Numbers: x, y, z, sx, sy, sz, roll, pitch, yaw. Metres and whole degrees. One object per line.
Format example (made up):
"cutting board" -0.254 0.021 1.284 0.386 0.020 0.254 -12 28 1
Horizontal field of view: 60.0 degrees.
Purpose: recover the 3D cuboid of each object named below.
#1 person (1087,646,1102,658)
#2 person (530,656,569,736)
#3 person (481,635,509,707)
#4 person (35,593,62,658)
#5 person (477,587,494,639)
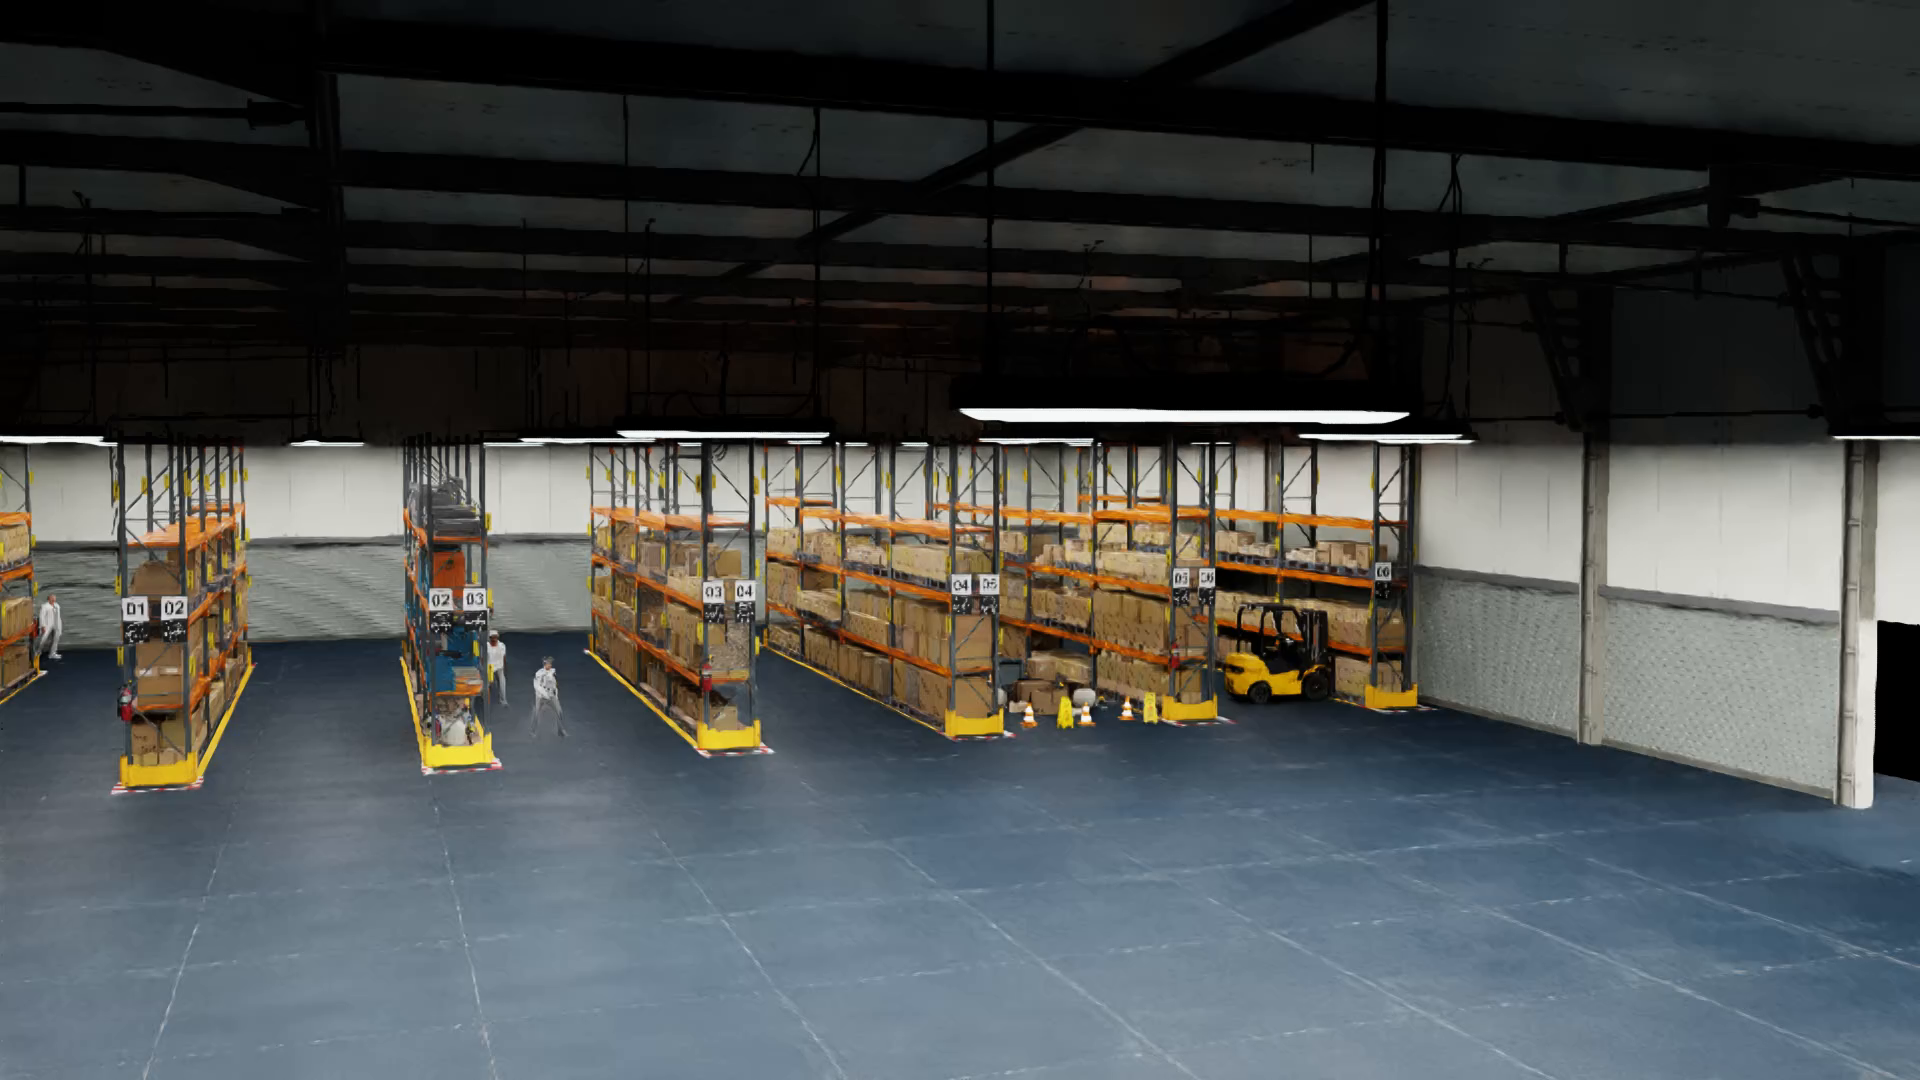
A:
"person" 3.575 2.337 44.759 0.630 1.773 0.678 1 3 9
"person" -8.189 3.084 32.916 0.632 1.611 0.773 -3 4 -40
"person" -10.292 2.848 36.706 0.569 1.662 1.033 -2 4 -28
"person" -24.805 2.338 45.157 0.558 1.767 0.782 2 4 30
"person" -14.227 2.167 49.645 0.592 1.629 0.526 -1 3 -22
